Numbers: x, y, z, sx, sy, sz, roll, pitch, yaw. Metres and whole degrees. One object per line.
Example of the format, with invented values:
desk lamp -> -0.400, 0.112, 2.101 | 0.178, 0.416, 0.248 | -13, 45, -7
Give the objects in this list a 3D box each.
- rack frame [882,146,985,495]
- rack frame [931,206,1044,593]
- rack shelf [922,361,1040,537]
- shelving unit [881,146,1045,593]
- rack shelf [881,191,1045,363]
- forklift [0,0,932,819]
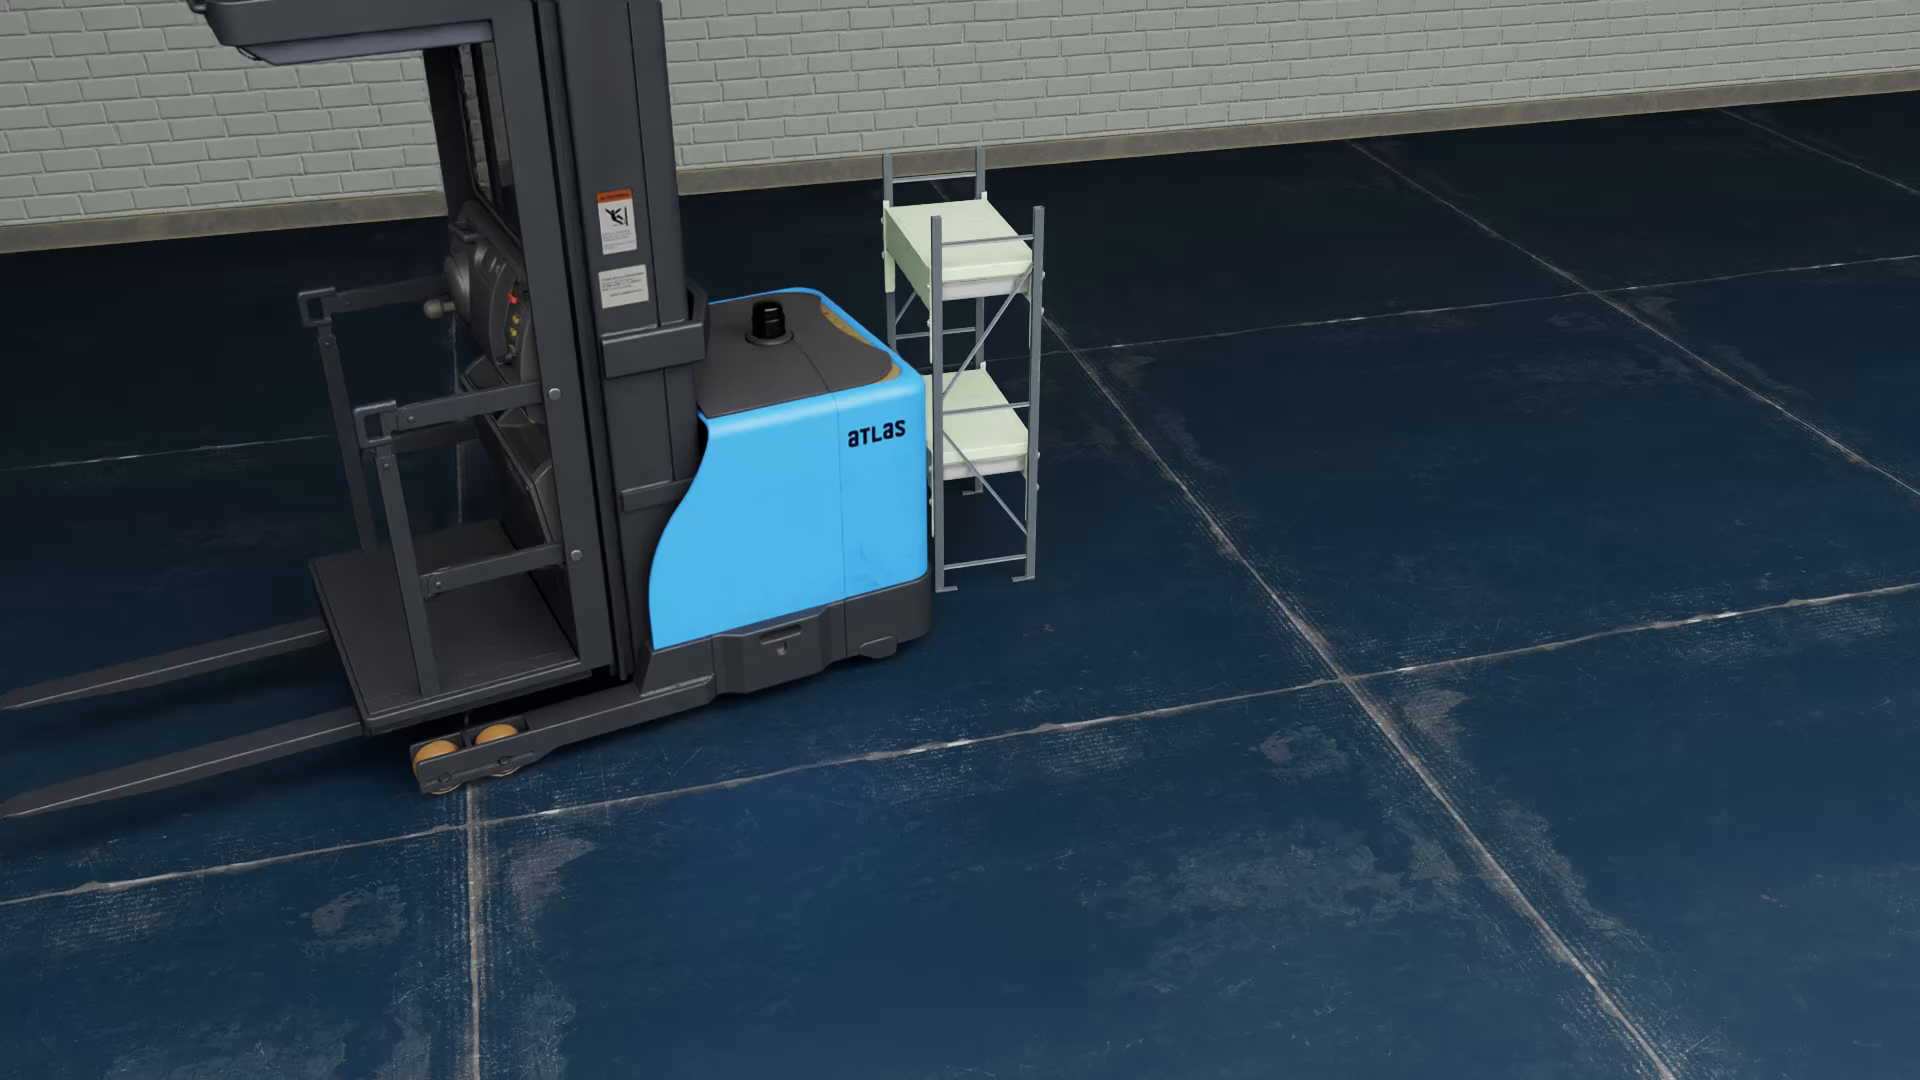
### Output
rack frame -> -0.099, -0.829, 6.685 | 0.400, 1.500, 0.023 | -8, 31, -13
rack frame -> 0.095, -0.476, 6.074 | 0.400, 1.500, 0.023 | -8, 31, -13
rack shelf -> -0.002, -0.370, 6.543 | 0.431, 0.370, 0.720 | -8, 31, -13
shelving unit -> -0.002, -0.652, 6.380 | 0.431, 1.500, 0.755 | -8, 31, -13
rack shelf -> -0.002, -0.990, 6.184 | 0.431, 0.370, 0.720 | -8, 31, -13
forklift -> -1.649, -0.756, 5.131 | 3.031, 2.935, 1.130 | -15, 33, -24
